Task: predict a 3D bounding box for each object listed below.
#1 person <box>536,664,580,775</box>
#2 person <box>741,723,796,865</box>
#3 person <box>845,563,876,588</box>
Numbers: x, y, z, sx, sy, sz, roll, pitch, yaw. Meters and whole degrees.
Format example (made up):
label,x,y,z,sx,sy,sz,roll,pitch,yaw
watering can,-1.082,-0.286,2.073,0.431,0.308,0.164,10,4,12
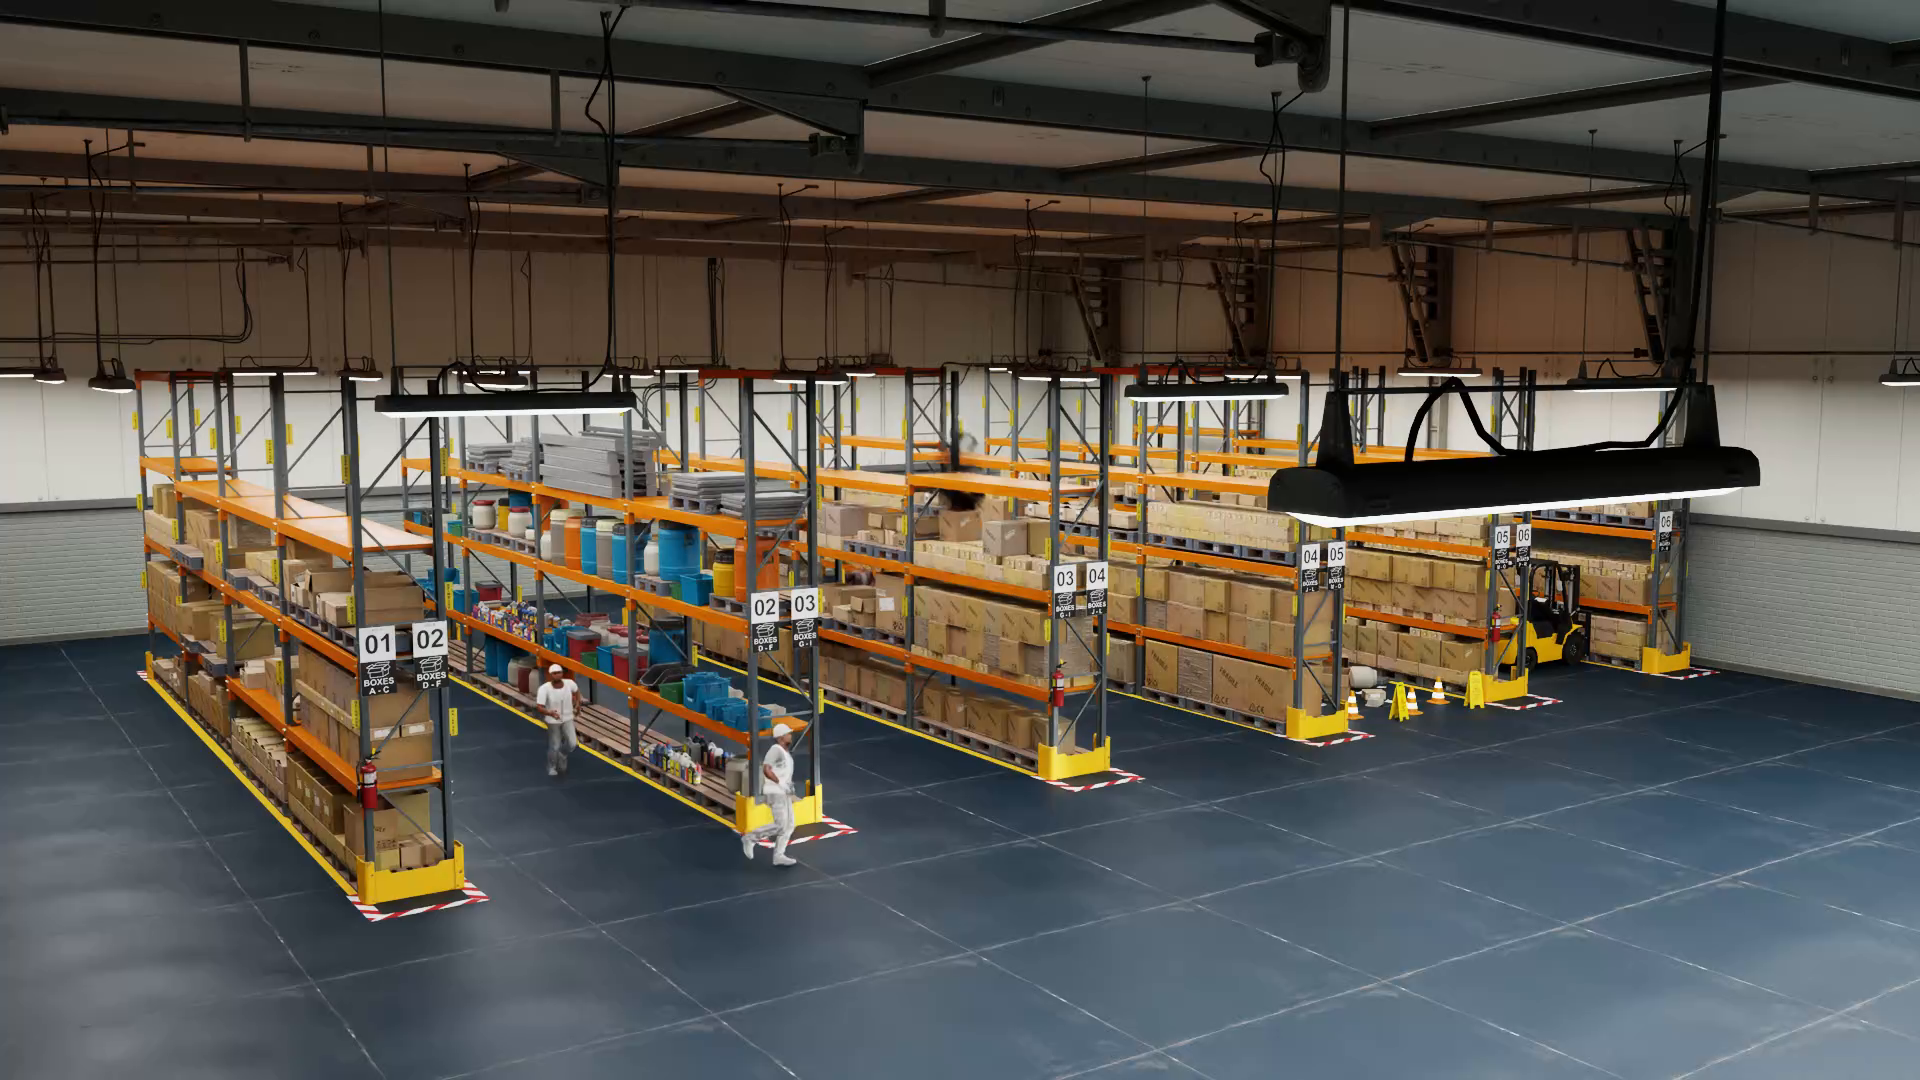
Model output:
label,x,y,z,sx,sy,sz,roll,pitch,yaw
person,-5.934,2.679,24.729,0.726,1.714,0.743,-4,7,-30
person,-2.357,3.154,20.811,0.693,1.704,0.745,0,6,3
person,-2.158,1.302,36.771,0.695,1.786,0.952,-4,7,-30
